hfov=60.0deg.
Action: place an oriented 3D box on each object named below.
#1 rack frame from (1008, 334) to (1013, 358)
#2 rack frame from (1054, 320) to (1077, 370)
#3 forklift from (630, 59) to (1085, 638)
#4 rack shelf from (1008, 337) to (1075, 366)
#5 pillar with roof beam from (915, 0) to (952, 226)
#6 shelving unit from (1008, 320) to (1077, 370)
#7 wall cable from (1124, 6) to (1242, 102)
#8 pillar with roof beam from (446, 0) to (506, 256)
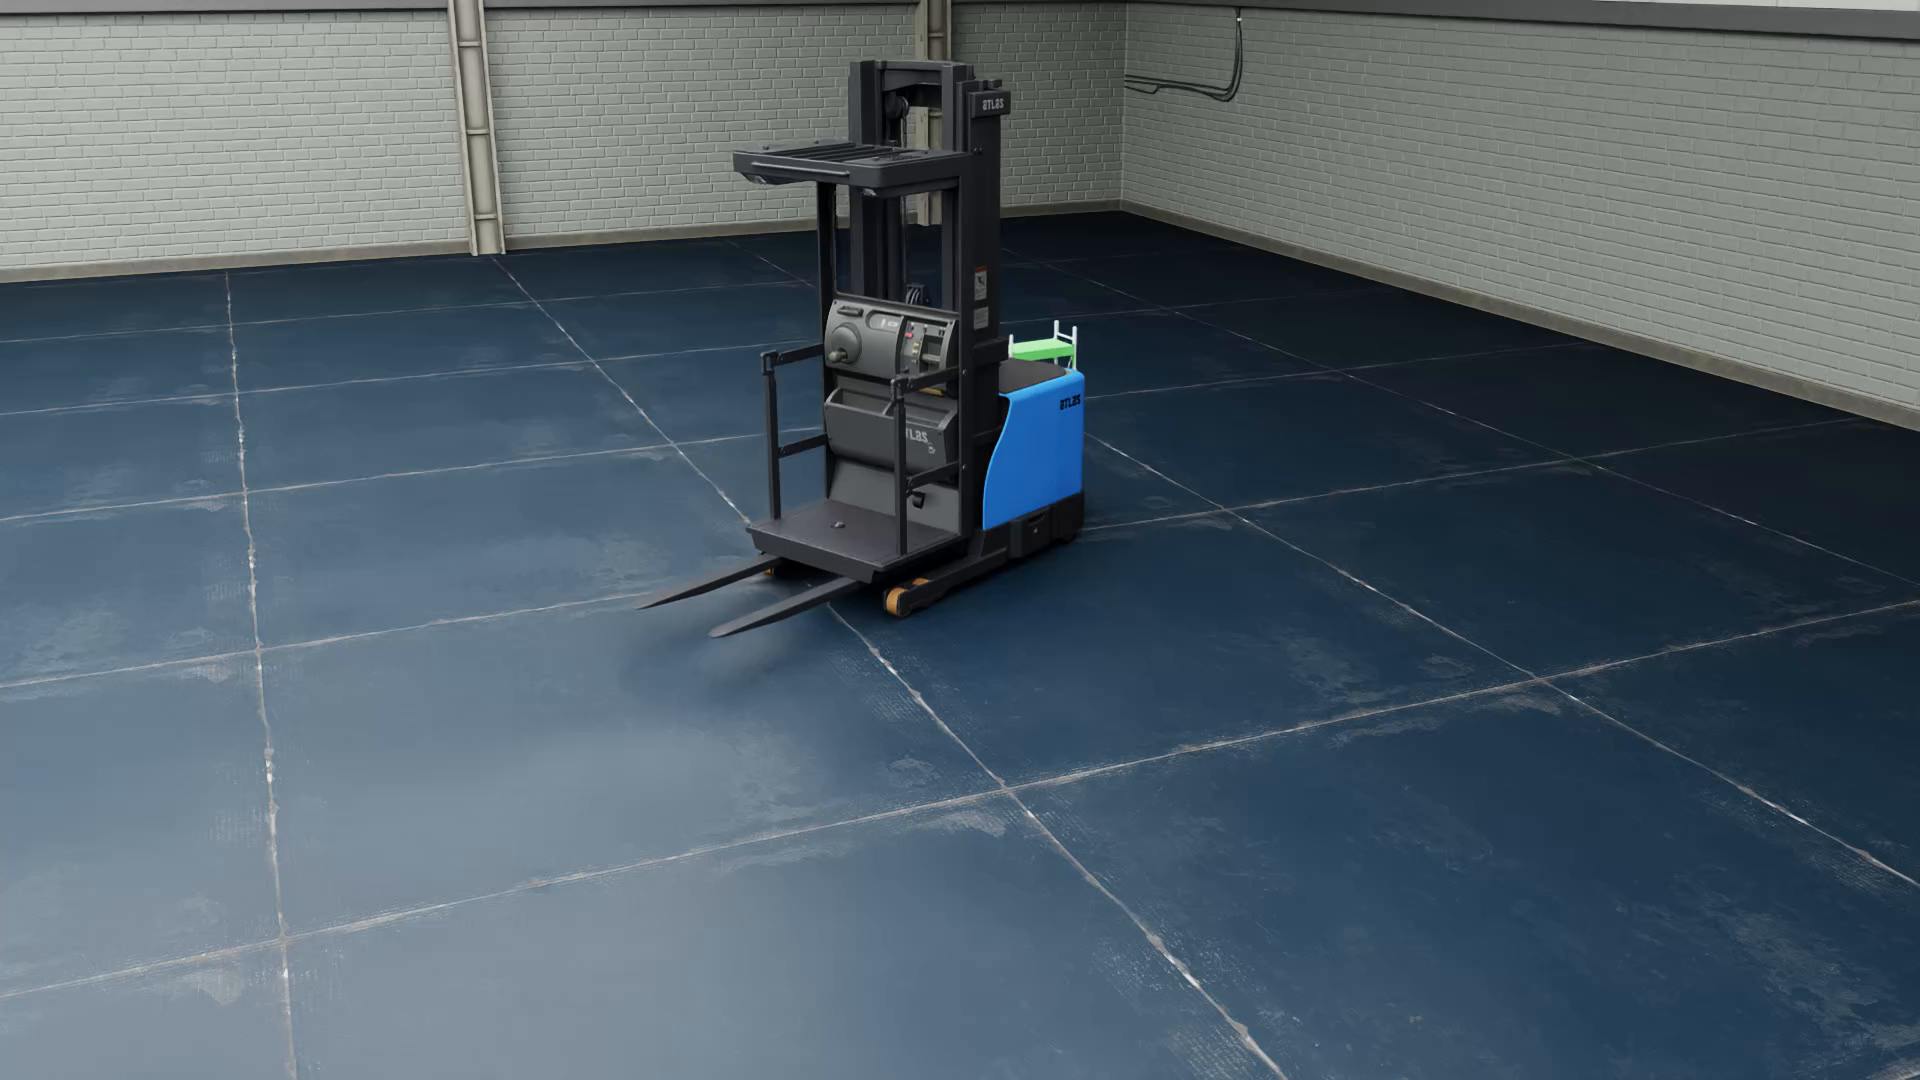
[{"bbox_3d":[0.274,-0.778,10.926,0.015,1.200,0.240,-11,22,-28],"label":"rack frame"},{"bbox_3d":[0.697,-0.859,11.156,0.015,1.200,0.240,-11,22,-28],"label":"rack frame"},{"bbox_3d":[-0.538,-1.137,9.337,1.130,2.935,3.031,15,25,37],"label":"forklift"},{"bbox_3d":[0.486,-1.211,10.903,0.480,0.148,0.258,-11,22,-28],"label":"rack shelf"},{"bbox_3d":[1.352,-7.286,17.665,0.400,9.000,9.100,-8,21,-22],"label":"pillar with roof beam"},{"bbox_3d":[0.486,-0.819,11.041,0.503,1.200,0.258,-11,22,-28],"label":"shelving unit"},{"bbox_3d":[2.876,-7.118,21.865,0.112,2.526,3.097,-8,21,-22],"label":"wall cable"},{"bbox_3d":[-4.157,-6.497,15.423,0.400,9.000,9.100,-8,21,-22],"label":"pillar with roof beam"}]
